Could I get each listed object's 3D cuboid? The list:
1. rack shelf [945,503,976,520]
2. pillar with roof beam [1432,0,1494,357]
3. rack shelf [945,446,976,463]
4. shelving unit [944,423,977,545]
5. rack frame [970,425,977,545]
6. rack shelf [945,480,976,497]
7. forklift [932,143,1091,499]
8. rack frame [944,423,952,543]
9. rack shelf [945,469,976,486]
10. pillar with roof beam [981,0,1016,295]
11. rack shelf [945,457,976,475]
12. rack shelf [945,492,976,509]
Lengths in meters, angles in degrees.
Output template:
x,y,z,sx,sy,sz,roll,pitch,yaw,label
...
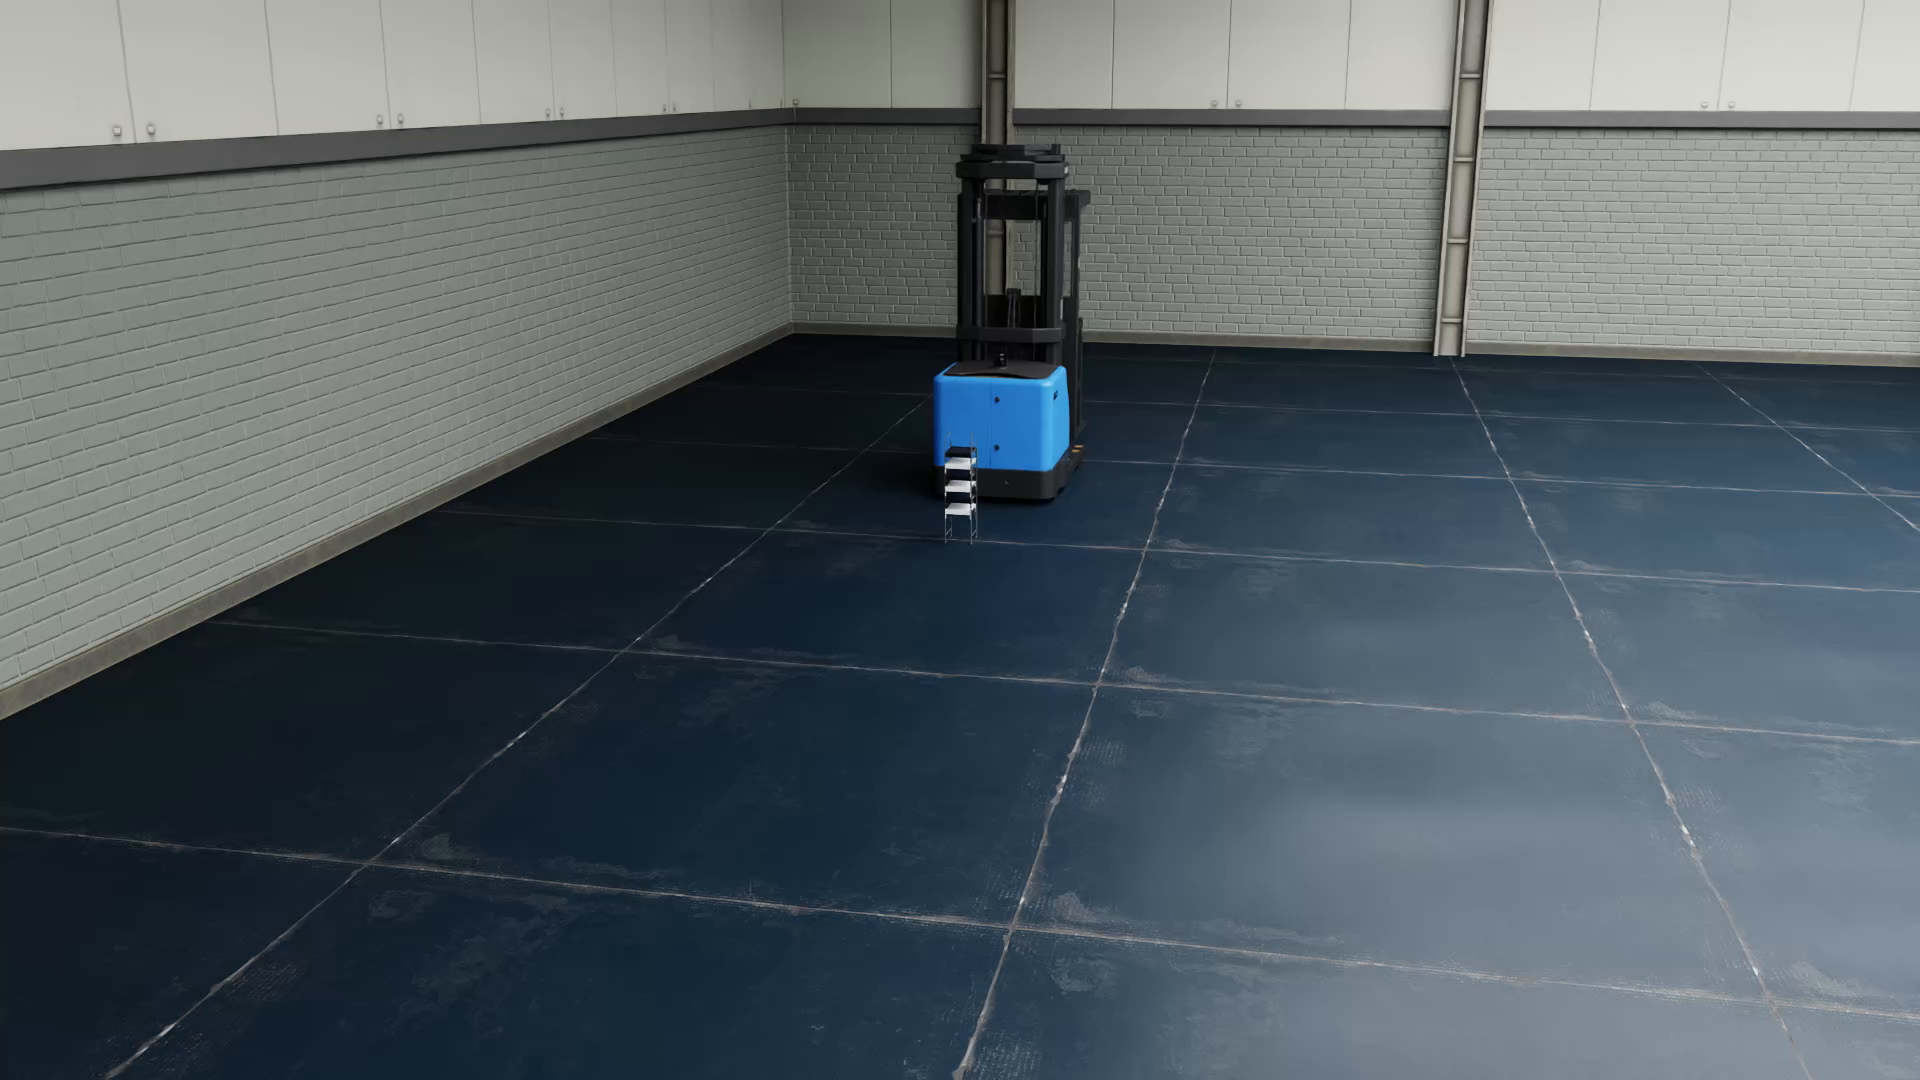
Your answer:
x,y,z,sx,sy,sz,roll,pitch,yaw,label
0.008,-0.228,12.927,0.200,0.077,0.258,3,16,11,rack shelf
5.530,-5.639,16.492,0.400,9.000,9.100,3,16,11,pillar with roof beam
0.008,-0.661,12.807,0.200,0.077,0.258,3,16,11,rack shelf
0.008,-0.433,12.870,0.210,0.900,0.258,3,16,11,shelving unit
0.108,-0.428,12.851,0.006,0.900,0.240,3,16,11,rack frame
0.008,-0.401,12.879,0.200,0.077,0.258,3,16,11,rack shelf
0.570,-2.103,15.092,1.130,2.935,3.031,3,16,12,forklift
-0.092,-0.439,12.890,0.006,0.900,0.240,3,16,11,rack frame
0.008,-0.488,12.855,0.200,0.077,0.258,3,16,11,rack shelf
-0.350,-5.958,17.644,0.400,9.000,9.100,3,16,11,pillar with roof beam
0.008,-0.575,12.831,0.200,0.077,0.258,3,16,11,rack shelf
0.008,-0.314,12.903,0.200,0.077,0.258,3,16,11,rack shelf
